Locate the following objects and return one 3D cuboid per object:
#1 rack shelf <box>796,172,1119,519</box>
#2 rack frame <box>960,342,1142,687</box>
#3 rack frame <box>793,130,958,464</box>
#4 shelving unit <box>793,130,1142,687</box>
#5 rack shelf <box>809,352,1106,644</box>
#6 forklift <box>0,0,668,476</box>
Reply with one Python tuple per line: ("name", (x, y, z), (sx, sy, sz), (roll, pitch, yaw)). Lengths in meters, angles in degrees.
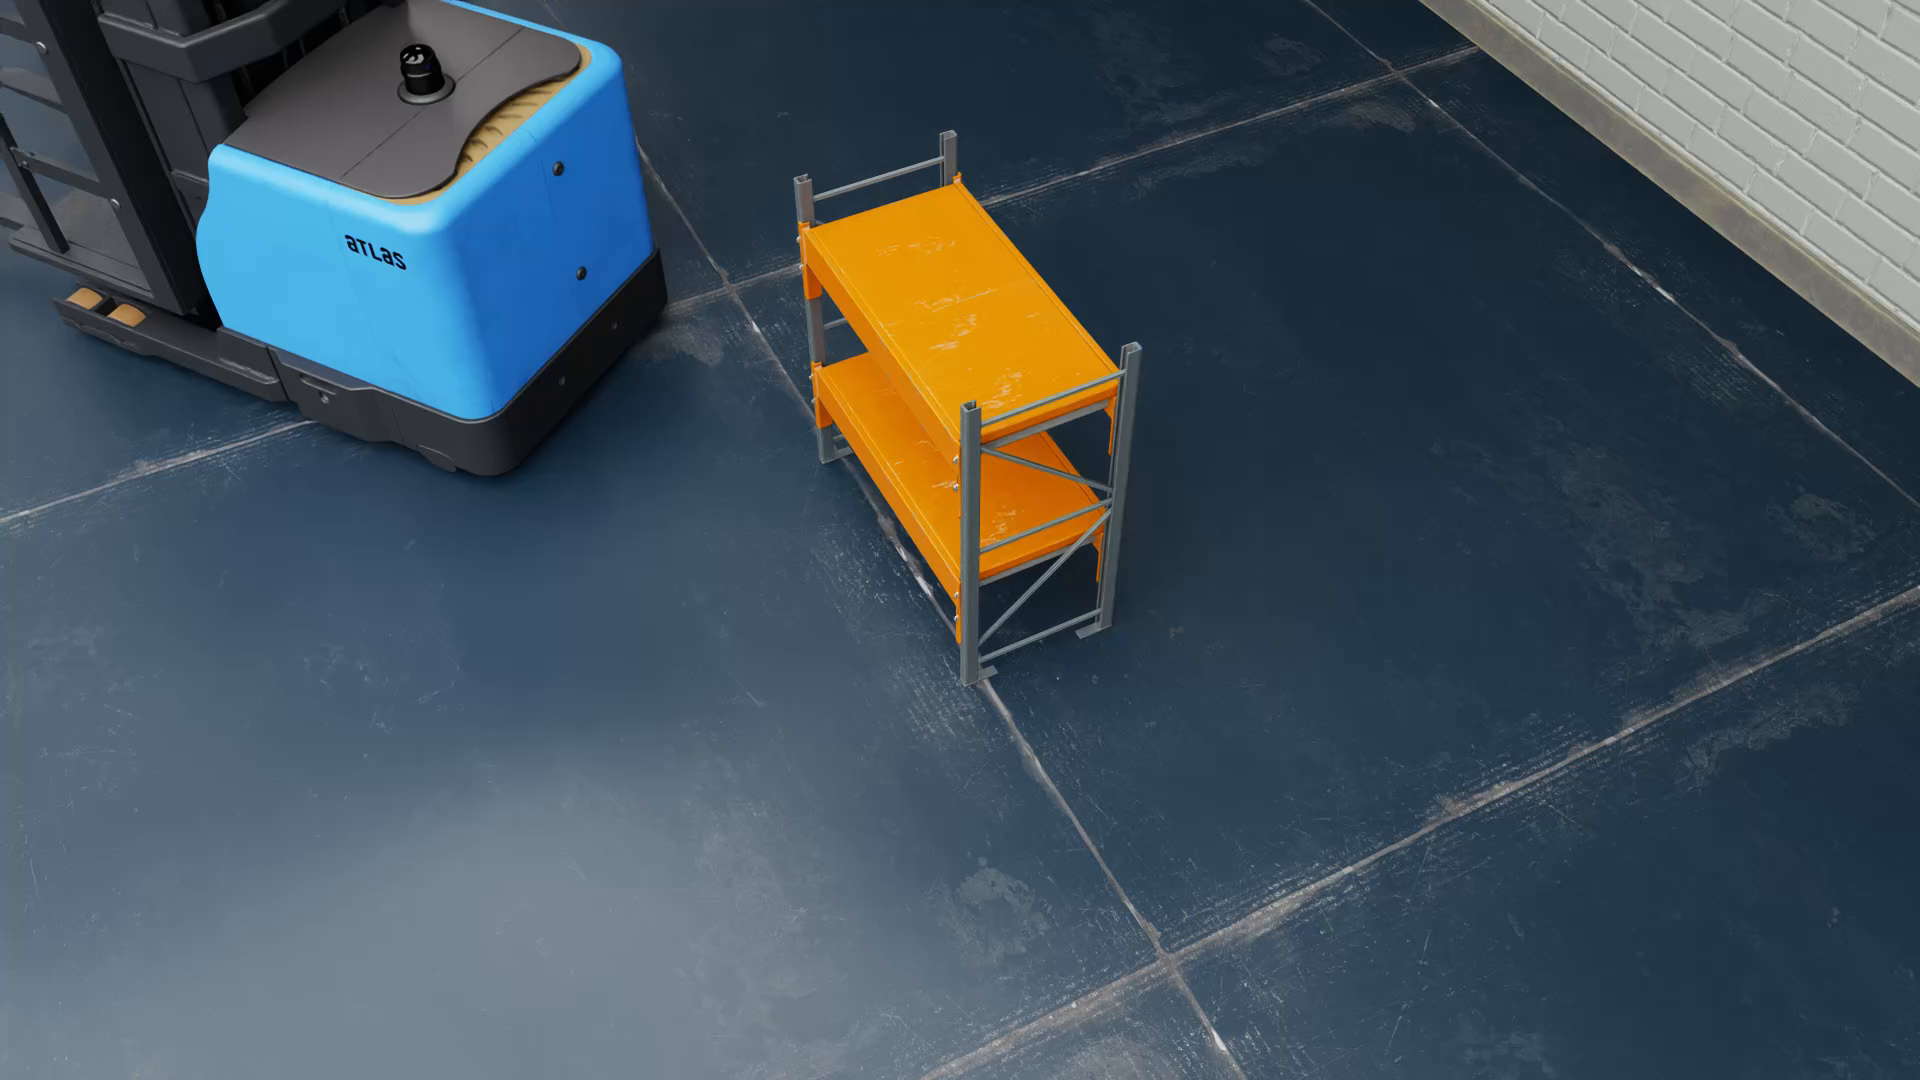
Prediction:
("rack shelf", (-0.003, -0.568, 4.610), (0.538, 0.278, 1.000), (-21, 52, -18))
("rack frame", (0.230, -0.035, 4.533), (0.500, 1.125, 0.032), (-21, 52, -18))
("rack frame", (-0.236, -0.715, 5.128), (0.500, 1.125, 0.032), (-21, 52, -18))
("shelving unit", (-0.003, -0.375, 4.831), (0.538, 1.125, 1.048), (-21, 52, -18))
("rack shelf", (-0.003, -0.214, 5.015), (0.538, 0.278, 1.000), (-21, 52, -18))
("forklift", (-2.590, -1.956, 5.014), (3.031, 2.935, 1.130), (20, 52, 17))
